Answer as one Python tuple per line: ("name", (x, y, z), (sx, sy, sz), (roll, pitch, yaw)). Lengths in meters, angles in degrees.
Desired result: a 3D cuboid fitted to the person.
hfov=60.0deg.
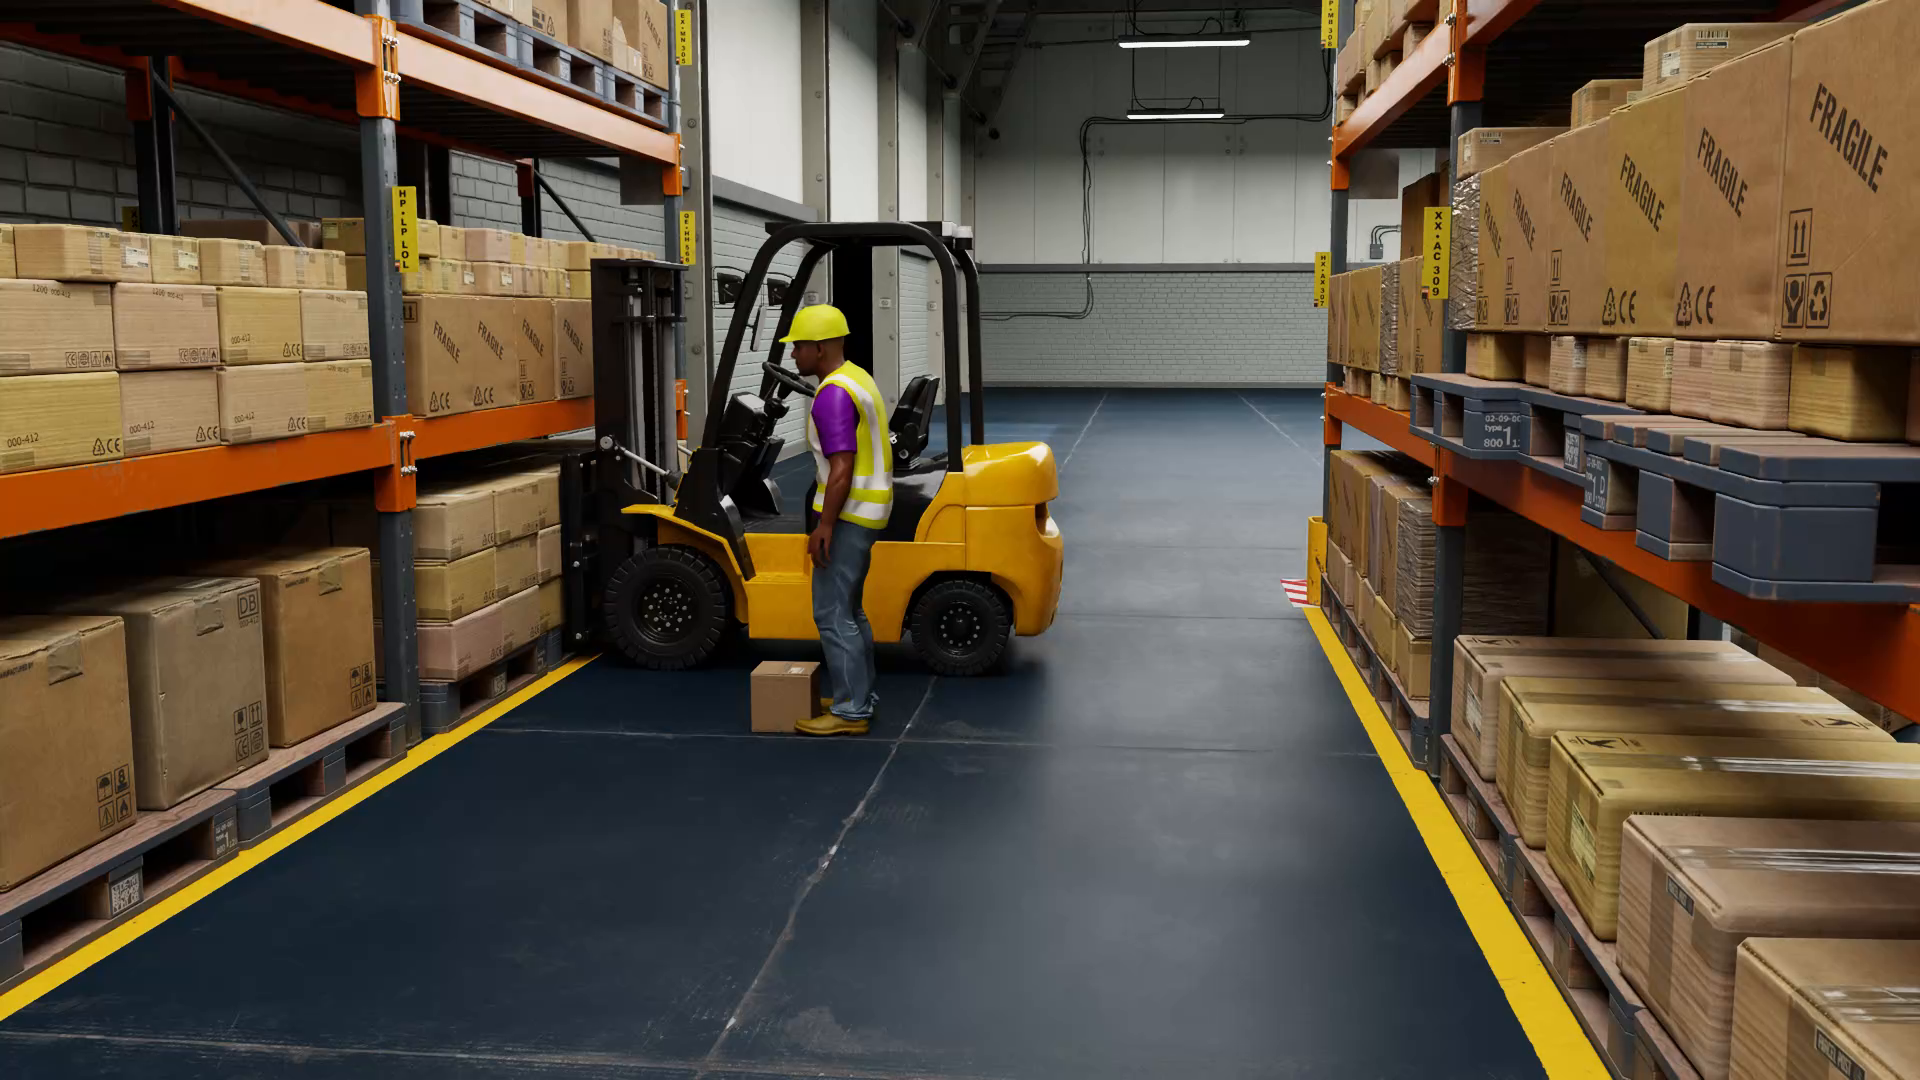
("person", (-0.507, -0.086, 6.874), (0.461, 1.761, 0.637), (1, 8, 5))
